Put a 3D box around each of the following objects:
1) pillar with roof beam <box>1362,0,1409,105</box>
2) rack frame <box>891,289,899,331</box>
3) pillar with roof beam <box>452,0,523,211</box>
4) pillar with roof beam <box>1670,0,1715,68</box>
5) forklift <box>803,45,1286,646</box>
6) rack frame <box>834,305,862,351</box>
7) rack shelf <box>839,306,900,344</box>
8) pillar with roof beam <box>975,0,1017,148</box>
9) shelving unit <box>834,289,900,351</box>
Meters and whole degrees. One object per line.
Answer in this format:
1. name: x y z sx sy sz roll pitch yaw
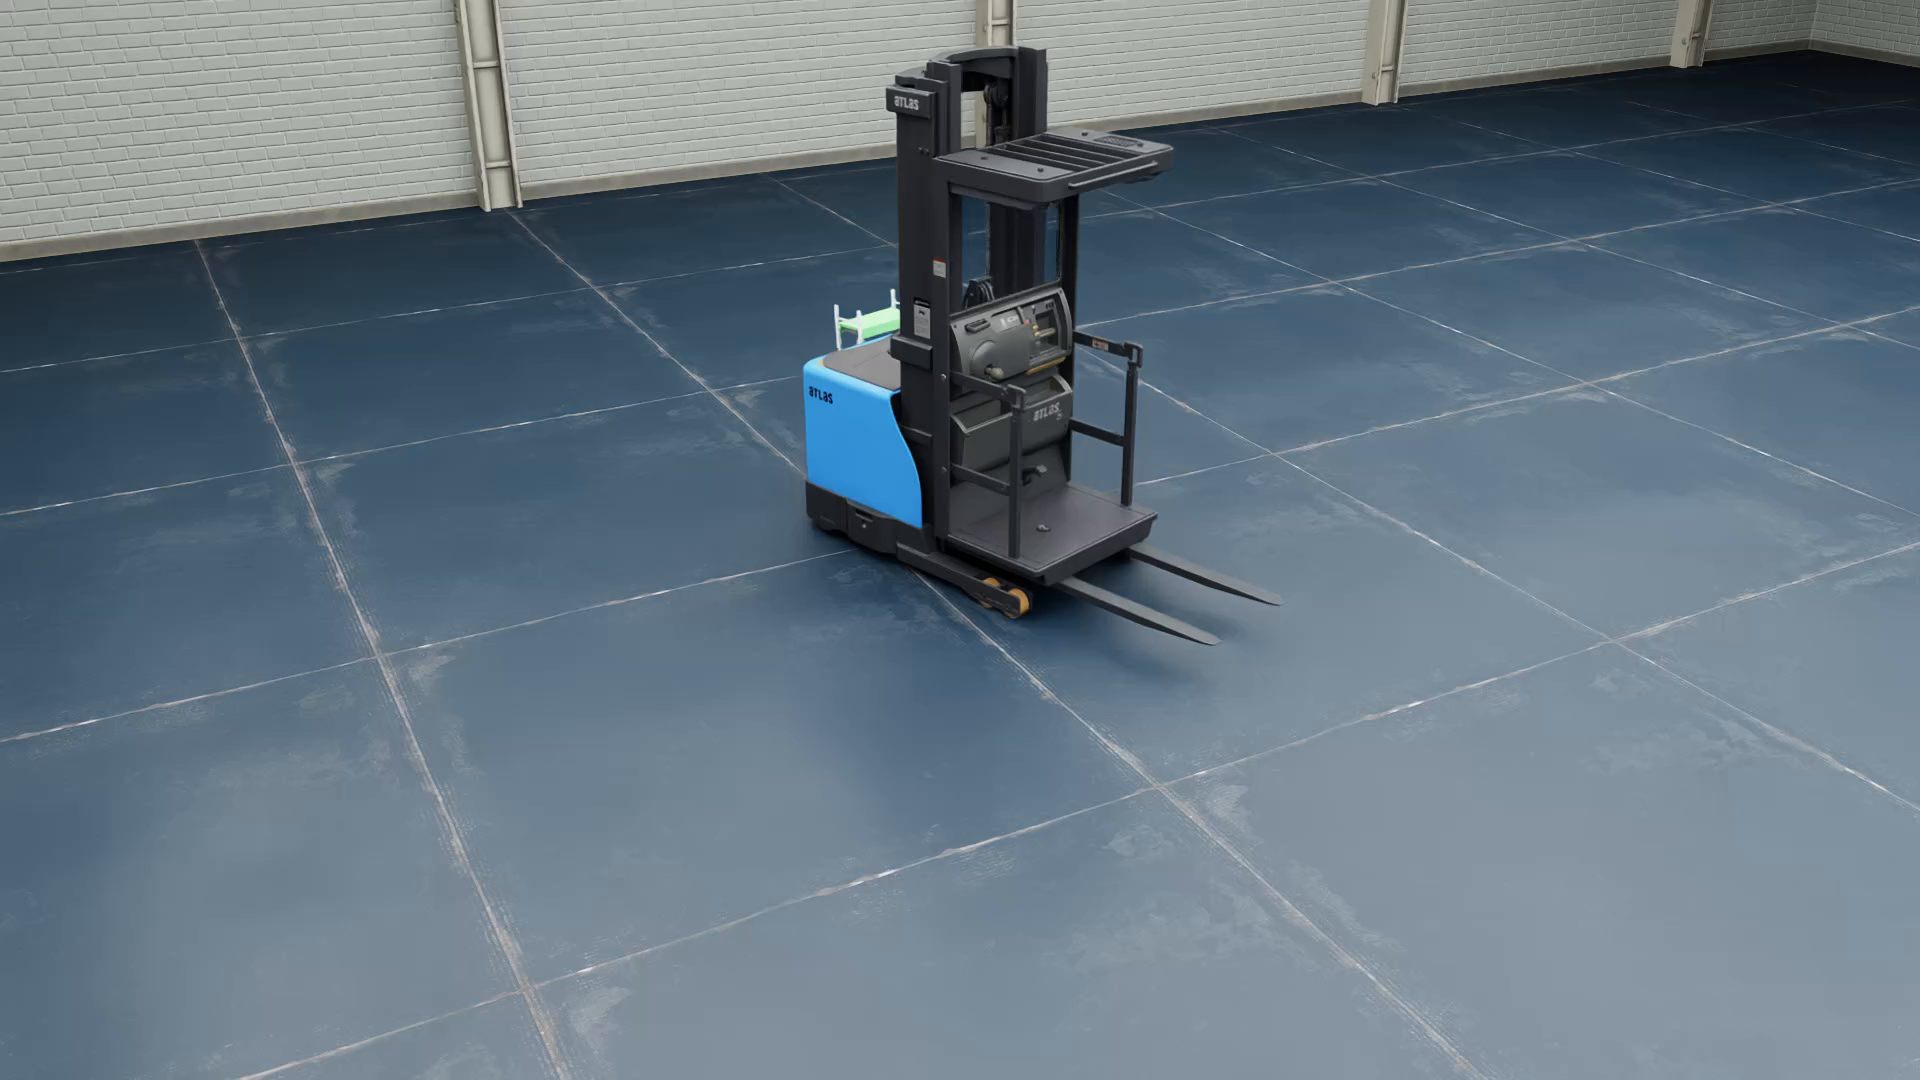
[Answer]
1. pillar with roof beam: 7.746 -8.397 17.342 0.400 9.000 9.100 -13 29 -25
2. rack frame: -0.337 -1.063 11.060 0.015 1.200 0.240 -23 30 -39
3. pillar with roof beam: -2.842 -5.953 12.251 0.400 9.000 9.100 -13 29 -25
4. pillar with roof beam: 13.040 -9.619 19.887 0.400 9.000 9.100 -13 29 -25
5. forklift: 0.451 -1.134 9.225 3.031 2.935 1.130 23 34 39
6. rack frame: -0.686 -0.916 10.752 0.015 1.200 0.240 -23 30 -39
7. rack shelf: -0.530 -1.372 10.744 0.480 0.148 0.258 -23 30 -39
8. pillar with roof beam: 2.452 -7.175 14.797 0.400 9.000 9.100 -13 29 -25
9. shelving unit: -0.512 -0.990 10.906 0.503 1.200 0.258 -23 30 -39
